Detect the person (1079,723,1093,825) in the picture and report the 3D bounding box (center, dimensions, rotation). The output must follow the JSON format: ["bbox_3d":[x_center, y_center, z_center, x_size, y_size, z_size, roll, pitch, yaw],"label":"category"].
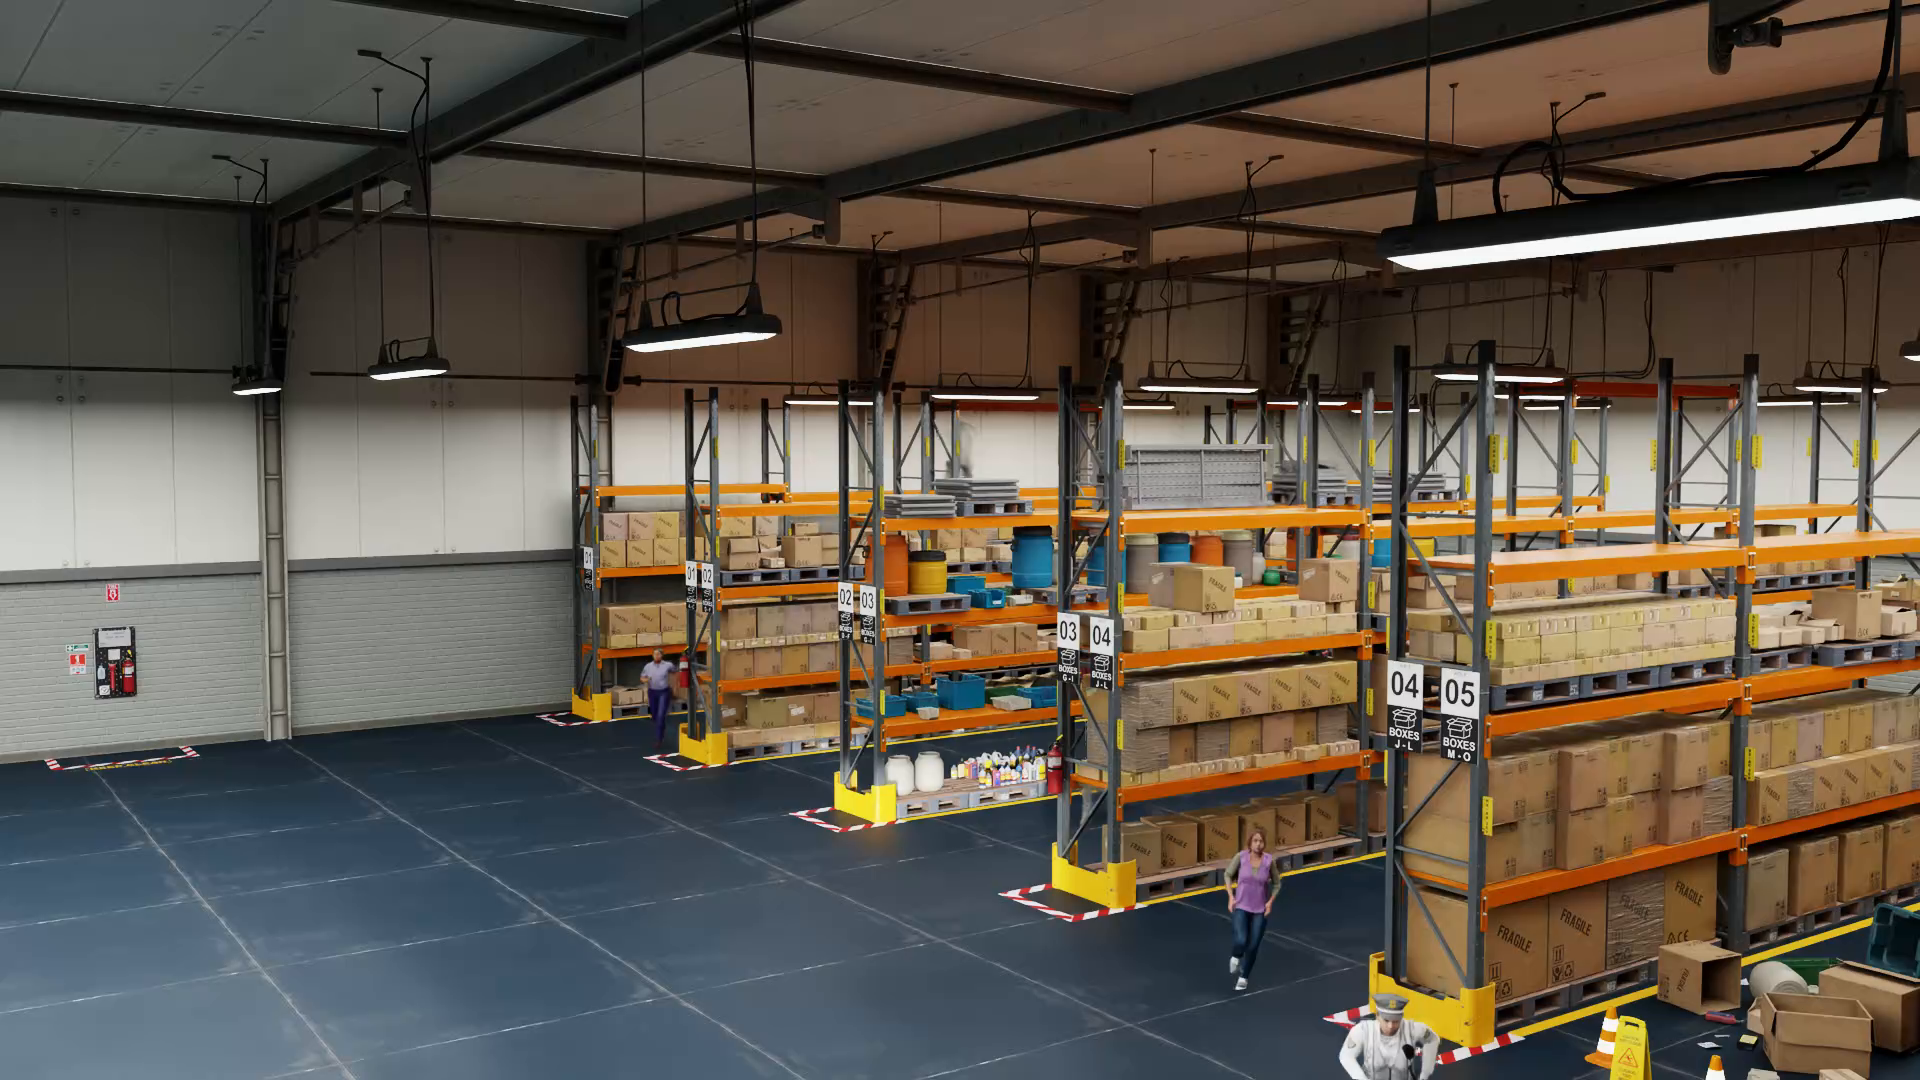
[{"bbox_3d":[1.965,2.976,22.640,0.567,1.746,0.985,3,4,37],"label":"person"}]

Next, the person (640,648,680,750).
[{"bbox_3d":[-5.070,2.643,28.051,0.598,1.629,0.933,0,3,8],"label":"person"}]

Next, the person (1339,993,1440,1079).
[{"bbox_3d":[2.852,3.718,11.116,0.655,1.628,0.977,0,3,8],"label":"person"}]

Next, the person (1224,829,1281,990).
[{"bbox_3d":[2.745,3.471,15.596,0.531,1.531,0.499,0,3,6],"label":"person"}]
